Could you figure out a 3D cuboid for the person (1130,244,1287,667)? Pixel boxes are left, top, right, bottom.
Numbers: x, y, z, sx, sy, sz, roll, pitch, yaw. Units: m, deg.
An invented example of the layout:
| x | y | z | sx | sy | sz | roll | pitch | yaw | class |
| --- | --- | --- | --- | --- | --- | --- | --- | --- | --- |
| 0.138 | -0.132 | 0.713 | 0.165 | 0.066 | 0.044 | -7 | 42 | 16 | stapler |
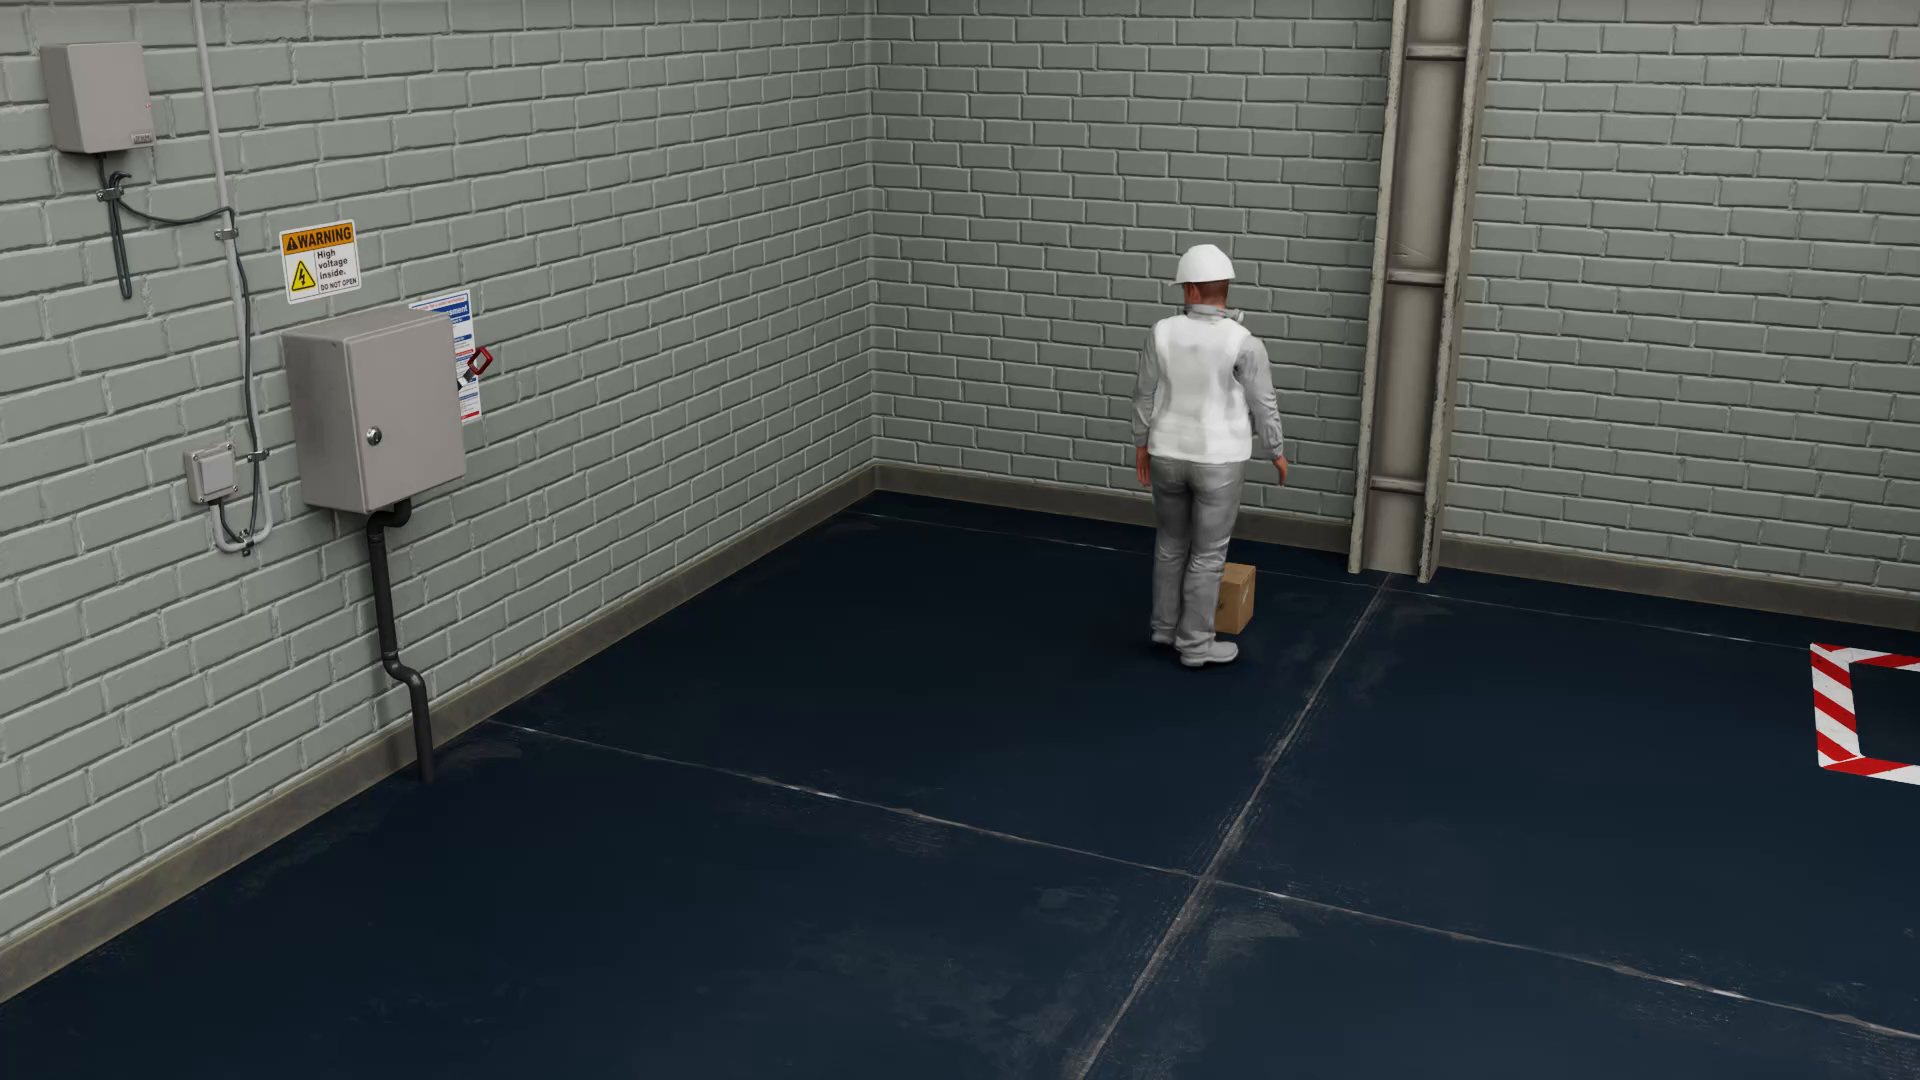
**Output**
| x | y | z | sx | sy | sz | roll | pitch | yaw | class |
| --- | --- | --- | --- | --- | --- | --- | --- | --- | --- |
| 1.044 | -0.313 | 6.991 | 0.589 | 1.851 | 0.457 | 13 | 23 | 33 | person |
